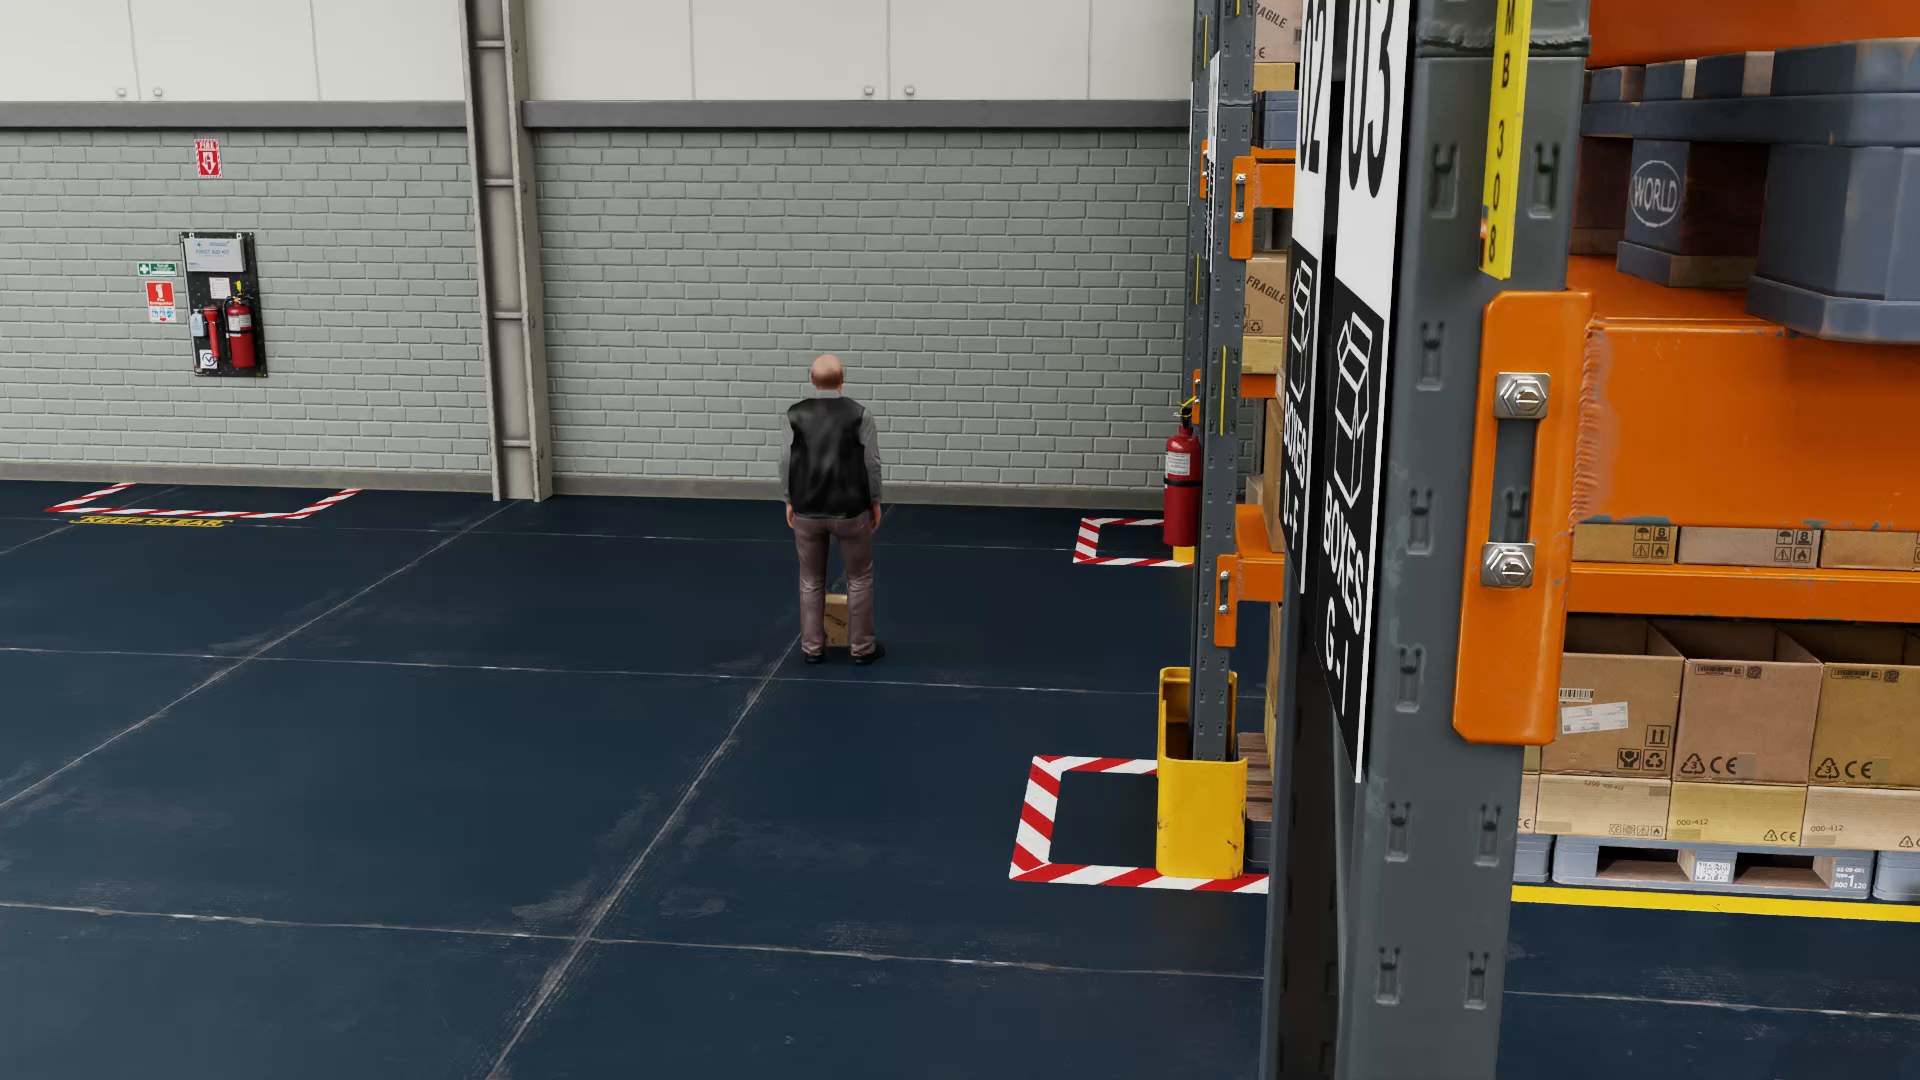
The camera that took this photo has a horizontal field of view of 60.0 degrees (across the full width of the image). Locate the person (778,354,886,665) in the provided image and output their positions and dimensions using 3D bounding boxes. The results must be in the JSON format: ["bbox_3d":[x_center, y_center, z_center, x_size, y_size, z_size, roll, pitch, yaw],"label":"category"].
[{"bbox_3d":[-0.711,-0.107,9.182,0.569,1.620,0.420,1,14,4],"label":"person"}]
